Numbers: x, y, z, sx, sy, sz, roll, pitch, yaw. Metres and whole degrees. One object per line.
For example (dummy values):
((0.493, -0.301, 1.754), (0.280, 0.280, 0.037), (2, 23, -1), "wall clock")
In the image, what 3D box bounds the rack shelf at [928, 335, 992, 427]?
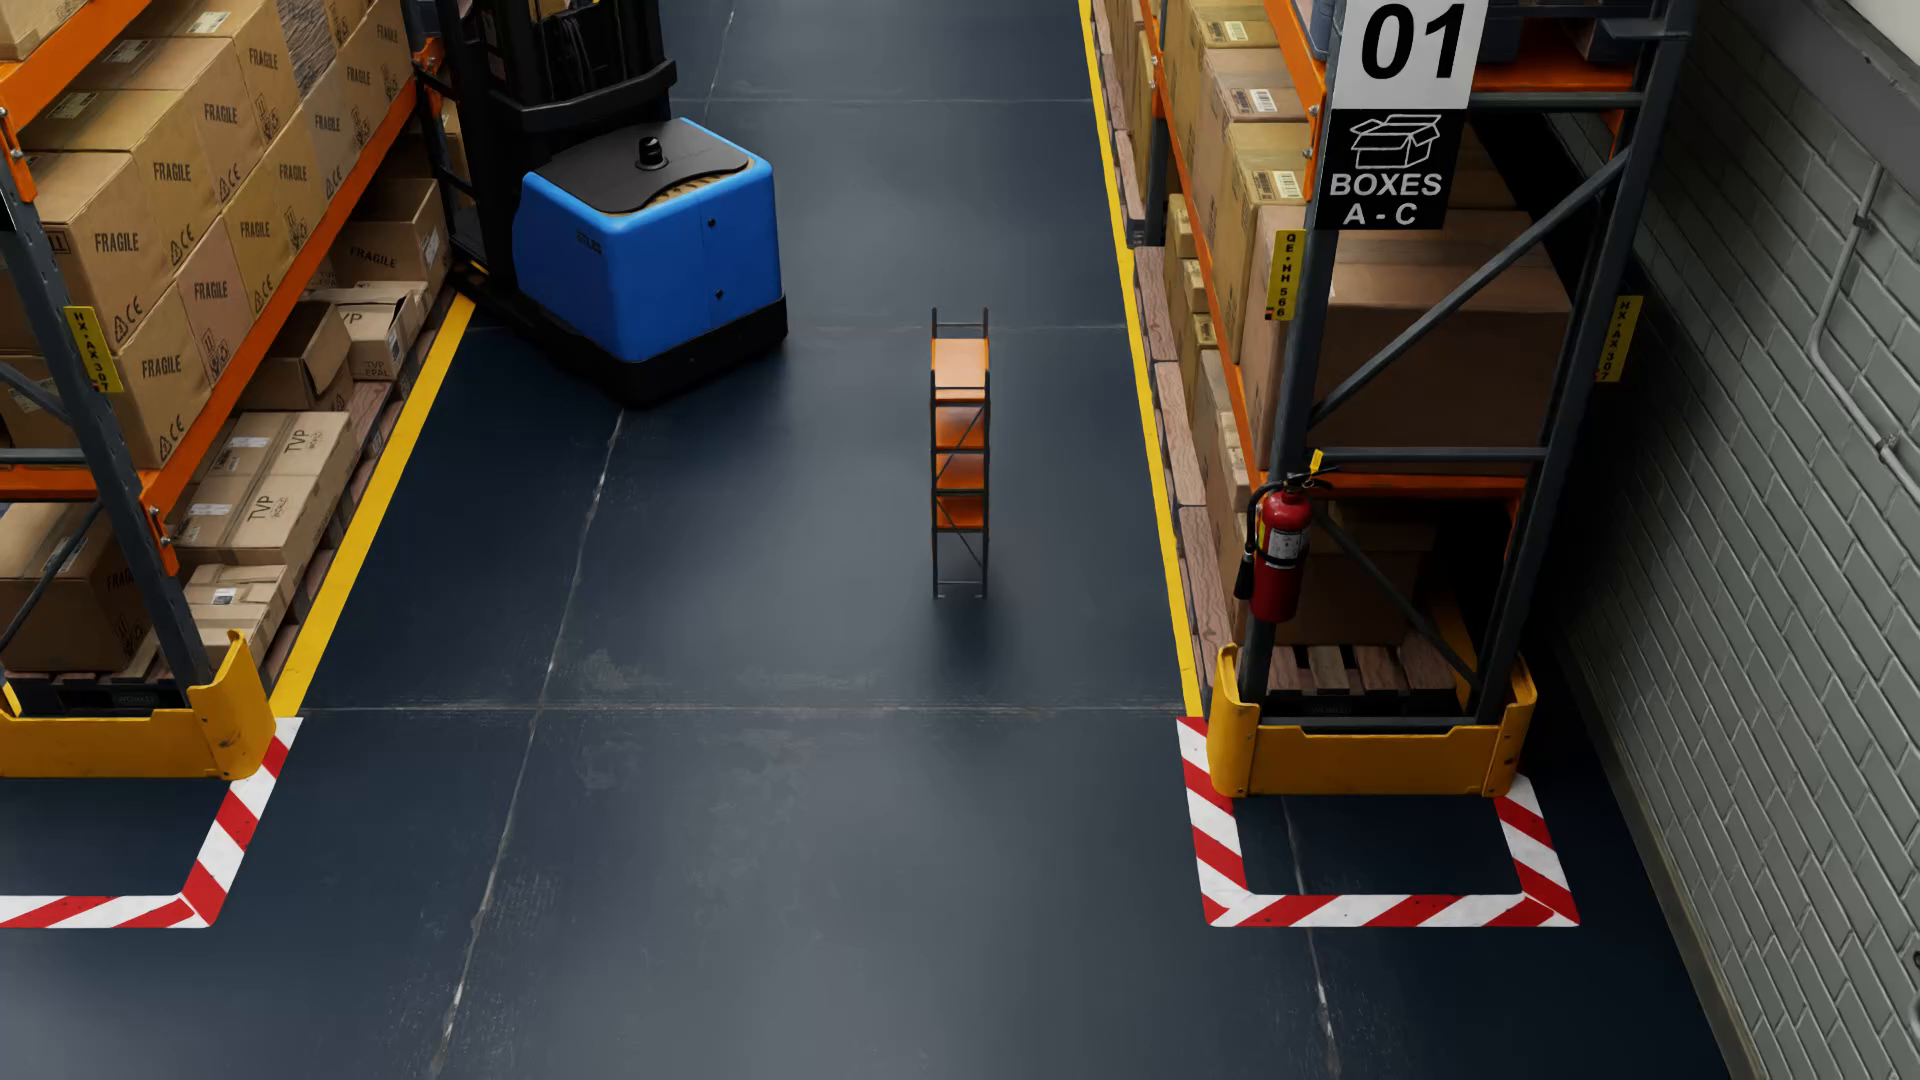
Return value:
((0.000, -0.671, 7.000), (0.258, 0.148, 0.480), (0, 39, 0), "rack shelf")

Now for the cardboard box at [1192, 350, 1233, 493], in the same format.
((1.476, -0.541, 7.690), (0.700, 0.500, 0.500), (-1, 39, -2), "cardboard box")

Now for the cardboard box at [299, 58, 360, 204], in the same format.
((-3.118, -1.866, 7.600), (0.500, 0.500, 0.500), (1, 39, 1), "cardboard box")

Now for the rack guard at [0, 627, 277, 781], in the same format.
((-3.375, 0.646, 6.544), (1.175, 0.500, 0.348), (0, 39, 0), "rack guard")

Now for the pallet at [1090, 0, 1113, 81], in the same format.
((1.495, -3.709, 12.210), (1.003, 0.211, 1.213), (0, 39, 0), "pallet")

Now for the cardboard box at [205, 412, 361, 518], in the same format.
((-3.093, -0.346, 7.630), (0.500, 0.250, 0.500), (0, 39, 0), "cardboard box")

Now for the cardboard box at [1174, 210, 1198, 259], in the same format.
((1.290, -1.548, 8.428), (0.380, 0.149, 0.250), (1, 39, 1), "cardboard box")

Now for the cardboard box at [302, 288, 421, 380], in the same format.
((-3.095, -1.080, 8.498), (0.500, 0.311, 0.500), (0, 39, 0), "cardboard box")

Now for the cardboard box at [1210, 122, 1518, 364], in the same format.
((1.556, -1.178, 6.582), (0.980, 0.700, 0.700), (0, 39, 0), "cardboard box")

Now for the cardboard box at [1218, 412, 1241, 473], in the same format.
((1.294, -0.407, 7.003), (0.380, 0.149, 0.250), (1, 39, 1), "cardboard box")

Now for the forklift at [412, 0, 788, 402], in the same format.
((-2.311, -2.678, 8.748), (1.130, 2.935, 3.031), (-30, 48, -32), "forklift")

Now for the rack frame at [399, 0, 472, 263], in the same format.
((-3.380, -2.783, 8.824), (1.000, 3.000, 0.127), (0, 39, 0), "rack frame")

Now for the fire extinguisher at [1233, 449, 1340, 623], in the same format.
((1.117, -0.017, 5.733), (0.296, 0.674, 0.183), (0, 39, 0), "fire extinguisher")

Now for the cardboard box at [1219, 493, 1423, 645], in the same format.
((1.478, 0.086, 6.907), (0.700, 0.500, 0.500), (0, 39, 0), "cardboard box")

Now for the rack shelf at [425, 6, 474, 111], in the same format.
((-3.382, -3.753, 10.610), (1.077, 0.370, 4.000), (0, 39, 0), "rack shelf")

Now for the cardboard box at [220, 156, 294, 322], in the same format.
((-3.116, -1.235, 6.812), (0.500, 0.500, 0.500), (0, 39, 0), "cardboard box")

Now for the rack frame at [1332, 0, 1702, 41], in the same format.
((1.578, -2.629, 3.834), (1.000, 3.000, 0.127), (0, 39, 0), "rack frame")

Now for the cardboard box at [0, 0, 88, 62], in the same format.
((-3.122, -1.715, 5.213), (0.500, 0.250, 0.500), (0, 39, 0), "cardboard box")

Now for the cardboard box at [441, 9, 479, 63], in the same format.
((-3.138, -3.200, 10.392), (0.500, 0.250, 0.500), (0, 39, 0), "cardboard box")

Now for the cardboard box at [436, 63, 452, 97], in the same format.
((-3.149, -2.615, 10.262), (0.500, 0.500, 0.500), (0, 39, 1), "cardboard box")

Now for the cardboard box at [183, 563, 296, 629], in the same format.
((-3.032, 0.234, 6.973), (0.380, 0.166, 0.250), (0, 39, 0), "cardboard box")

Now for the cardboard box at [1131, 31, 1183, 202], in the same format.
((1.443, -2.520, 9.880), (0.750, 0.750, 0.750), (0, 39, 0), "cardboard box")

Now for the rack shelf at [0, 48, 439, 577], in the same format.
((-3.378, -1.252, 7.488), (1.077, 0.370, 4.000), (0, 39, 0), "rack shelf")

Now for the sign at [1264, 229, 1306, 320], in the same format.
((1.036, -0.840, 5.284), (0.100, 0.325, 0.005), (0, 39, 0), "sign")

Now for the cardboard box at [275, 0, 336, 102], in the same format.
((-3.117, -2.261, 7.293), (0.500, 0.500, 0.500), (0, 39, 0), "cardboard box")

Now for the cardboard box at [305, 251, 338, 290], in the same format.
((-3.596, -1.643, 9.200), (0.500, 0.311, 0.500), (0, 39, 0), "cardboard box")

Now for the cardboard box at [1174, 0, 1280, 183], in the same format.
((1.553, -2.110, 7.745), (0.980, 0.700, 0.700), (-1, 39, -1), "cardboard box")

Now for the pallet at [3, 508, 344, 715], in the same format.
((-3.377, 0.261, 7.256), (1.003, 0.211, 1.213), (0, 39, 0), "pallet")

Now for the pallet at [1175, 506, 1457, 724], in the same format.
((1.499, 0.301, 7.206), (1.003, 0.211, 1.213), (0, 39, 0), "pallet")

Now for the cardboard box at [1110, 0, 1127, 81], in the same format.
((1.433, -3.608, 11.236), (0.750, 0.750, 0.750), (0, 39, 0), "cardboard box")

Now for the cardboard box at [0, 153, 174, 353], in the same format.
((-3.112, -0.988, 5.705), (0.500, 0.500, 0.500), (1, 39, 1), "cardboard box")

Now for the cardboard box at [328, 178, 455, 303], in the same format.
((-3.096, -1.623, 9.024), (0.500, 0.500, 0.500), (0, 39, 0), "cardboard box")

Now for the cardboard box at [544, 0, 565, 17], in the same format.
((-3.149, -3.896, 11.860), (0.500, 0.500, 0.500), (1, 39, 2), "cardboard box")

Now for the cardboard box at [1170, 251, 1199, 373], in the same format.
((1.469, -1.195, 8.506), (0.700, 0.500, 0.500), (0, 39, -1), "cardboard box")

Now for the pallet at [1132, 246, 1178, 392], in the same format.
((1.496, -1.225, 9.110), (1.003, 0.211, 1.213), (0, 39, 0), "pallet")

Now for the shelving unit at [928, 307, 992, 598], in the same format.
((0.000, -0.365, 7.246), (0.258, 1.200, 0.503), (0, 39, 0), "shelving unit")

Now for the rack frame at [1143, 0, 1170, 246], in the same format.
((1.574, -2.789, 8.831), (1.000, 3.000, 0.127), (0, 39, 0), "rack frame")

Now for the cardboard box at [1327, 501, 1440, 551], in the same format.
((1.678, -0.089, 6.606), (0.380, 0.149, 0.250), (0, 39, 0), "cardboard box")

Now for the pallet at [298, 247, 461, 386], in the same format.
((-3.380, -1.265, 9.160), (1.003, 0.211, 1.213), (0, 39, 0), "pallet")

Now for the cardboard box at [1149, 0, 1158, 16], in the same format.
((1.266, -3.068, 9.364), (0.380, 0.149, 0.250), (1, 39, 1), "cardboard box")

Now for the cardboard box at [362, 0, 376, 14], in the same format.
((-3.120, -2.896, 8.086), (0.500, 0.500, 0.500), (0, 39, 0), "cardboard box")

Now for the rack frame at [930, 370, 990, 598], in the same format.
((0.000, -0.212, 7.055), (0.240, 1.200, 0.015), (0, 39, 0), "rack frame")

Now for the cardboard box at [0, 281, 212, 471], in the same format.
((-3.112, -0.598, 6.018), (0.500, 0.500, 0.500), (1, 39, 1), "cardboard box")

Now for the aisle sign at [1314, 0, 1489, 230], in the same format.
((1.278, -1.257, 4.841), (0.394, 0.787, 0.004), (0, 39, 0), "aisle sign")

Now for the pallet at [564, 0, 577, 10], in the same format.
((-3.421, -3.729, 12.235), (1.003, 0.211, 1.213), (0, 39, 0), "pallet")

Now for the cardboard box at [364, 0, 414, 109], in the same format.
((-3.123, -2.510, 8.403), (0.500, 0.500, 0.500), (1, 39, 1), "cardboard box")

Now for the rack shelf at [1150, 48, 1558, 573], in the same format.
((1.576, -1.257, 7.496), (1.077, 0.370, 4.000), (0, 39, 0), "rack shelf")

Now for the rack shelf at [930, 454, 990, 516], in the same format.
((0.000, -0.312, 7.288), (0.258, 0.148, 0.480), (0, 39, 0), "rack shelf")

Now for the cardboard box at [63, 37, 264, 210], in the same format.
((-3.116, -1.628, 6.504), (0.500, 0.500, 0.500), (0, 39, 1), "cardboard box")

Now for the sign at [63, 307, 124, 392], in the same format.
((-2.833, -0.620, 5.433), (0.100, 0.325, 0.005), (0, 39, 0), "sign")

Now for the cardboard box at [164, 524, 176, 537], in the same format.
((-3.533, 0.059, 7.191), (0.380, 0.166, 0.250), (0, 39, 0), "cardboard box")
